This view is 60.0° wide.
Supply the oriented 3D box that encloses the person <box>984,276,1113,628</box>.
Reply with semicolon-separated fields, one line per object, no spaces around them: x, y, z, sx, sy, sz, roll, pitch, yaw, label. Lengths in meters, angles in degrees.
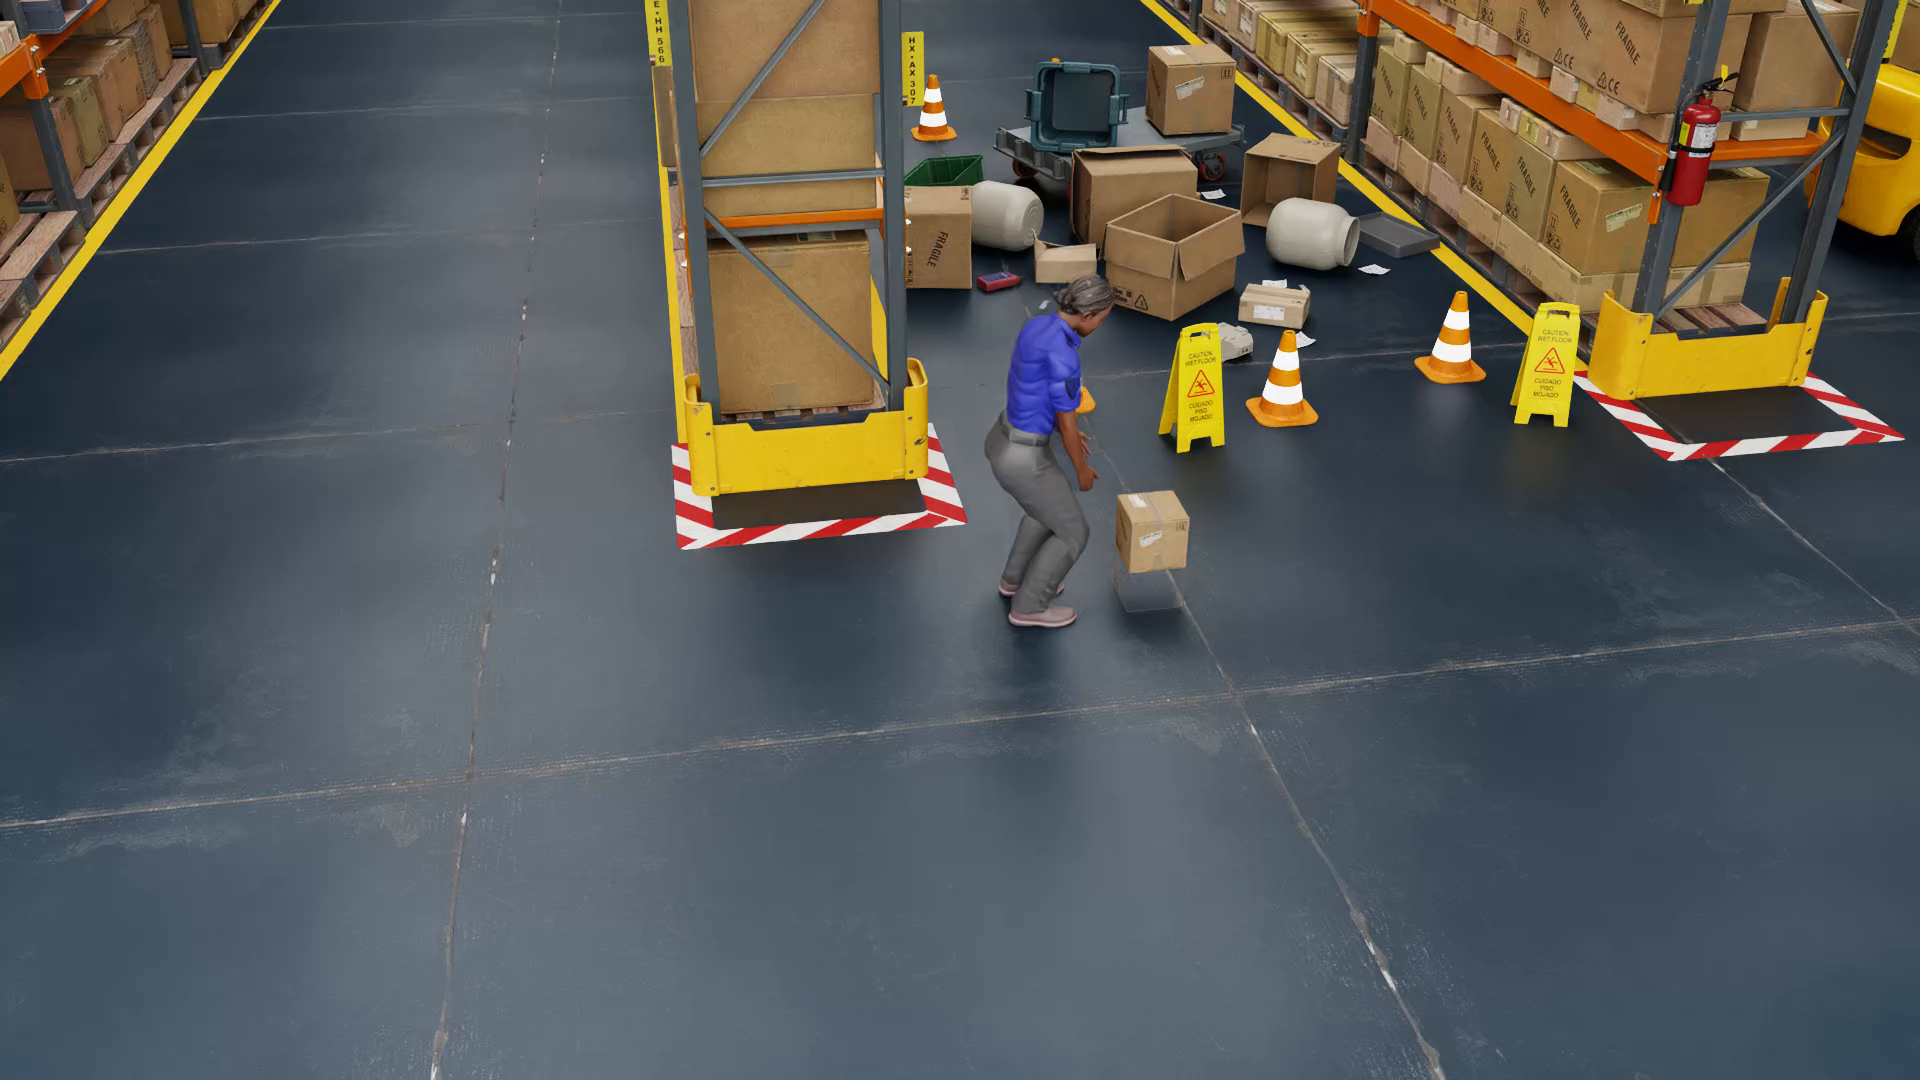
0.355;-0.371;6.919;0.513;1.507;0.484;-5;31;-8;person
